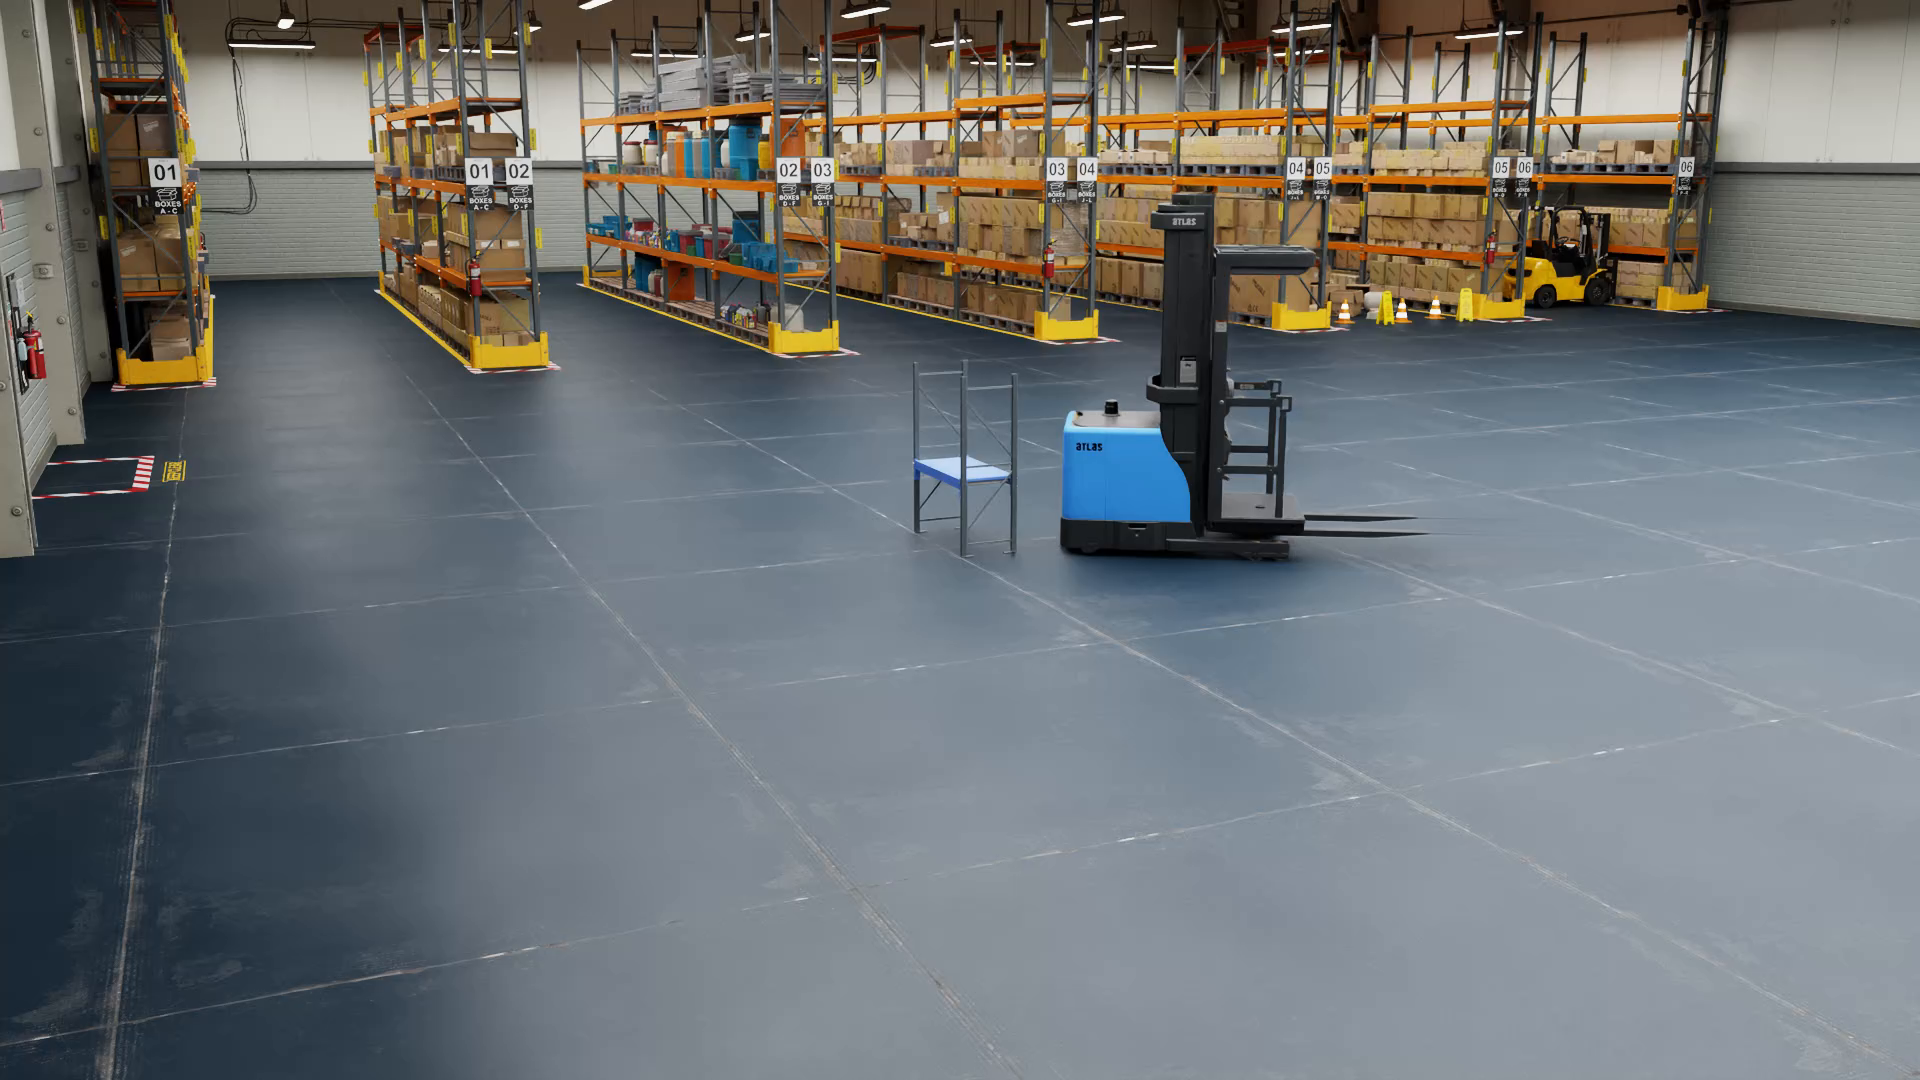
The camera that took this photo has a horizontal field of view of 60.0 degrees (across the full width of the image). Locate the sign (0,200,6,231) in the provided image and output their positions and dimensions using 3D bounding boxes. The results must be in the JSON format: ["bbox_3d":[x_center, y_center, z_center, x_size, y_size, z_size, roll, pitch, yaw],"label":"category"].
[{"bbox_3d":[-9.457,-3.205,16.423,0.001,0.298,0.199,-6,14,-23],"label":"sign"}]

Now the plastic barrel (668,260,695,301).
[{"bbox_3d":[-5.993,-5.568,35.655,0.600,0.830,0.708,-6,14,-23],"label":"plastic barrel"}]

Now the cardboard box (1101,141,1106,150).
[{"bbox_3d":[3.226,-9.293,39.299,0.396,0.266,0.258,-6,14,-23],"label":"cardboard box"}]

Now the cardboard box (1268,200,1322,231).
[{"bbox_3d":[6.433,-6.222,31.872,0.875,0.550,0.550,-6,14,-23],"label":"cardboard box"}]

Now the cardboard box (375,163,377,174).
[{"bbox_3d":[-13.553,-8.786,39.360,0.500,0.250,0.500,-6,14,-23],"label":"cardboard box"}]

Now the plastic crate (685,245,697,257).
[{"bbox_3d":[-5.135,-5.725,32.925,0.450,0.188,0.662,-6,14,-23],"label":"plastic crate"}]

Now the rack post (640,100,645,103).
[{"bbox_3d":[-6.456,-9.420,36.221,0.937,0.300,0.954,-4,14,-17],"label":"rack post"}]

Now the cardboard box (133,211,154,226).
[{"bbox_3d":[-15.278,-6.065,31.333,0.500,0.250,0.500,-5,14,-21],"label":"cardboard box"}]

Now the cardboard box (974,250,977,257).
[{"bbox_3d":[0.492,-5.595,32.449,0.380,0.149,0.250,-6,14,-23],"label":"cardboard box"}]

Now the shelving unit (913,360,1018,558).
[{"bbox_3d":[0.034,-0.713,14.125,0.538,1.500,1.048,-6,14,-23],"label":"shelving unit"}]

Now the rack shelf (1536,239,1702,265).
[{"bbox_3d":[14.787,-6.522,37.493,1.077,0.370,4.000,-6,14,-23],"label":"rack shelf"}]

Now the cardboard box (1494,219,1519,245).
[{"bbox_3d":[11.106,-6.327,34.173,0.500,0.500,0.500,-6,14,-24],"label":"cardboard box"}]

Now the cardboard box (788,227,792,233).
[{"bbox_3d":[-4.195,-7.983,42.768,0.380,0.149,0.250,-6,14,-24],"label":"cardboard box"}]

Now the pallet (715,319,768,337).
[{"bbox_3d":[-3.948,-3.993,31.155,1.003,0.211,1.213,-6,14,-23],"label":"pallet"}]

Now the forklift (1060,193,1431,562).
[{"bbox_3d":[2.387,-1.377,13.821,3.031,2.935,1.130,1,13,6],"label":"forklift"}]

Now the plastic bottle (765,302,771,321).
[{"bbox_3d":[-3.580,-4.271,31.072,0.144,0.351,0.185,-6,15,-26],"label":"plastic bottle"}]

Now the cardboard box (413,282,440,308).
[{"bbox_3d":[-10.911,-5.043,34.073,0.500,0.500,0.500,-5,14,-21],"label":"cardboard box"}]

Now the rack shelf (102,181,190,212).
[{"bbox_3d":[-12.455,-5.297,25.548,1.077,0.370,4.000,-6,14,-23],"label":"rack shelf"}]

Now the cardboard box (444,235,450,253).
[{"bbox_3d":[-9.223,-5.365,30.678,0.500,0.500,0.500,-5,14,-19],"label":"cardboard box"}]

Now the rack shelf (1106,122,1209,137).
[{"bbox_3d":[5.434,-11.280,45.634,1.077,0.370,4.000,-6,14,-23],"label":"rack shelf"}]

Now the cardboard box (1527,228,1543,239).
[{"bbox_3d":[13.544,-7.293,39.562,0.500,0.250,0.500,-5,14,-22],"label":"cardboard box"}]

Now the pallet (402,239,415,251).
[{"bbox_3d":[-11.105,-6.182,34.854,1.003,0.211,1.213,-6,14,-23],"label":"pallet"}]

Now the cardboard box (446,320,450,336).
[{"bbox_3d":[-8.616,-3.686,28.809,0.500,0.250,0.500,-6,14,-23],"label":"cardboard box"}]

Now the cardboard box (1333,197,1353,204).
[{"bbox_3d":[8.759,-7.767,38.026,0.380,0.149,0.250,-6,14,-25],"label":"cardboard box"}]

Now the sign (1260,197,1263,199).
[{"bbox_3d":[7.330,-8.176,40.478,0.100,0.325,0.005,-6,14,-23],"label":"sign"}]

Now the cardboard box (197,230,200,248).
[{"bbox_3d":[-16.663,-6.512,35.189,0.980,0.700,0.700,-5,14,-22],"label":"cardboard box"}]

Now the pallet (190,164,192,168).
[{"bbox_3d":[-16.779,-7.840,35.138,1.003,0.211,1.213,-6,14,-23],"label":"pallet"}]

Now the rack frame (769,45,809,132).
[{"bbox_3d":[-4.448,-11.344,43.425,1.000,3.000,0.127,-6,14,-23],"label":"rack frame"}]

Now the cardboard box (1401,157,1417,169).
[{"bbox_3d":[9.769,-8.044,35.494,0.500,0.250,0.500,-5,14,-22],"label":"cardboard box"}]

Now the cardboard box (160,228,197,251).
[{"bbox_3d":[-12.784,-4.832,27.219,0.500,0.500,0.500,-6,14,-23],"label":"cardboard box"}]

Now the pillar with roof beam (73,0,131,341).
[{"bbox_3d":[-11.186,-8.391,30.667,9.100,9.000,0.548,-6,14,-23],"label":"pillar with roof beam"}]

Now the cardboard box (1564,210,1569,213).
[{"bbox_3d":[14.140,-7.605,38.257,0.380,0.149,0.250,-6,14,-24],"label":"cardboard box"}]

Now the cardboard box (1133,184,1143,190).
[{"bbox_3d":[5.027,-9.800,46.183,0.380,0.149,0.250,-5,14,-22],"label":"cardboard box"}]

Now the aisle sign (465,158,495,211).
[{"bbox_3d":[-7.360,-5.448,25.490,0.394,0.787,0.004,-6,14,-23],"label":"aisle sign"}]

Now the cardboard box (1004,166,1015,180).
[{"bbox_3d":[1.135,-6.790,30.734,0.500,0.250,0.500,-5,14,-22],"label":"cardboard box"}]

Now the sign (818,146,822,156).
[{"bbox_3d":[-3.353,-9.296,39.908,0.100,0.325,0.005,-6,14,-23],"label":"sign"}]

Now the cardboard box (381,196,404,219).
[{"bbox_3d":[-13.178,-7.736,38.704,0.500,0.500,0.500,-5,14,-22],"label":"cardboard box"}]

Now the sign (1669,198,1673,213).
[{"bbox_3d":[15.085,-7.093,35.270,0.100,0.325,0.005,-6,14,-23],"label":"sign"}]

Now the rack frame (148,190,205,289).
[{"bbox_3d":[-18.063,-7.079,38.302,1.000,3.000,0.127,-6,14,-23],"label":"rack frame"}]

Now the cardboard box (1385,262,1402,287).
[{"bbox_3d":[9.654,-5.811,36.330,0.500,0.500,0.500,-5,14,-21],"label":"cardboard box"}]

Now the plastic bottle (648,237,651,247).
[{"bbox_3d":[-6.729,-6.483,36.169,0.097,0.201,0.097,0,13,0],"label":"plastic bottle"}]

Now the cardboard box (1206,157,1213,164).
[{"bbox_3d":[5.188,-7.645,33.501,0.380,0.149,0.250,-6,14,-24],"label":"cardboard box"}]

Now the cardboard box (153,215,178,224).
[{"bbox_3d":[-14.551,-5.871,30.449,0.380,0.149,0.250,-8,15,-32],"label":"cardboard box"}]

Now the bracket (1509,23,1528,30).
[{"bbox_3d":[13.573,-12.483,40.365,0.235,0.232,0.430,-6,14,-23],"label":"bracket"}]

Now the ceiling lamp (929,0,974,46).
[{"bbox_3d":[0.014,-13.438,39.527,0.800,3.185,2.000,-6,14,-23],"label":"ceiling lamp"}]

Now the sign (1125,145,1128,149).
[{"bbox_3d":[3.854,-8.995,38.610,0.100,0.325,0.005,-6,14,-23],"label":"sign"}]

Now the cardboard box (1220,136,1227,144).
[{"bbox_3d":[5.388,-7.929,32.961,0.380,0.149,0.250,-6,14,-23],"label":"cardboard box"}]

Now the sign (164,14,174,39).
[{"bbox_3d":[-11.157,-7.238,23.441,0.100,0.325,0.005,-6,14,-23],"label":"sign"}]

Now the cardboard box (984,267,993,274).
[{"bbox_3d":[0.856,-7.101,43.792,0.380,0.149,0.250,-6,14,-23],"label":"cardboard box"}]

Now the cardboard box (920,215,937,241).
[{"bbox_3d":[-0.420,-6.546,34.842,0.797,0.503,0.637,-4,14,-17],"label":"cardboard box"}]

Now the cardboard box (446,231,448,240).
[{"bbox_3d":[-8.789,-5.339,29.127,0.380,0.149,0.250,-6,14,-23],"label":"cardboard box"}]

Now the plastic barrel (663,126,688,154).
[{"bbox_3d":[-6.006,-8.313,35.101,0.600,0.830,0.708,-6,14,-23],"label":"plastic barrel"}]

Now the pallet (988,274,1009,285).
[{"bbox_3d":[1.438,-6.799,43.277,1.003,0.211,1.213,-6,14,-23],"label":"pallet"}]

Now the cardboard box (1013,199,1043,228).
[{"bbox_3d":[1.309,-5.990,30.500,0.500,0.500,0.500,-6,14,-23],"label":"cardboard box"}]

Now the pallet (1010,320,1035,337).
[{"bbox_3d":[1.638,-3.943,30.940,1.003,0.211,1.213,-6,14,-23],"label":"pallet"}]

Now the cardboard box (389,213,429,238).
[{"bbox_3d":[-11.939,-6.836,36.100,0.700,0.500,0.500,-12,18,-42],"label":"cardboard box"}]
